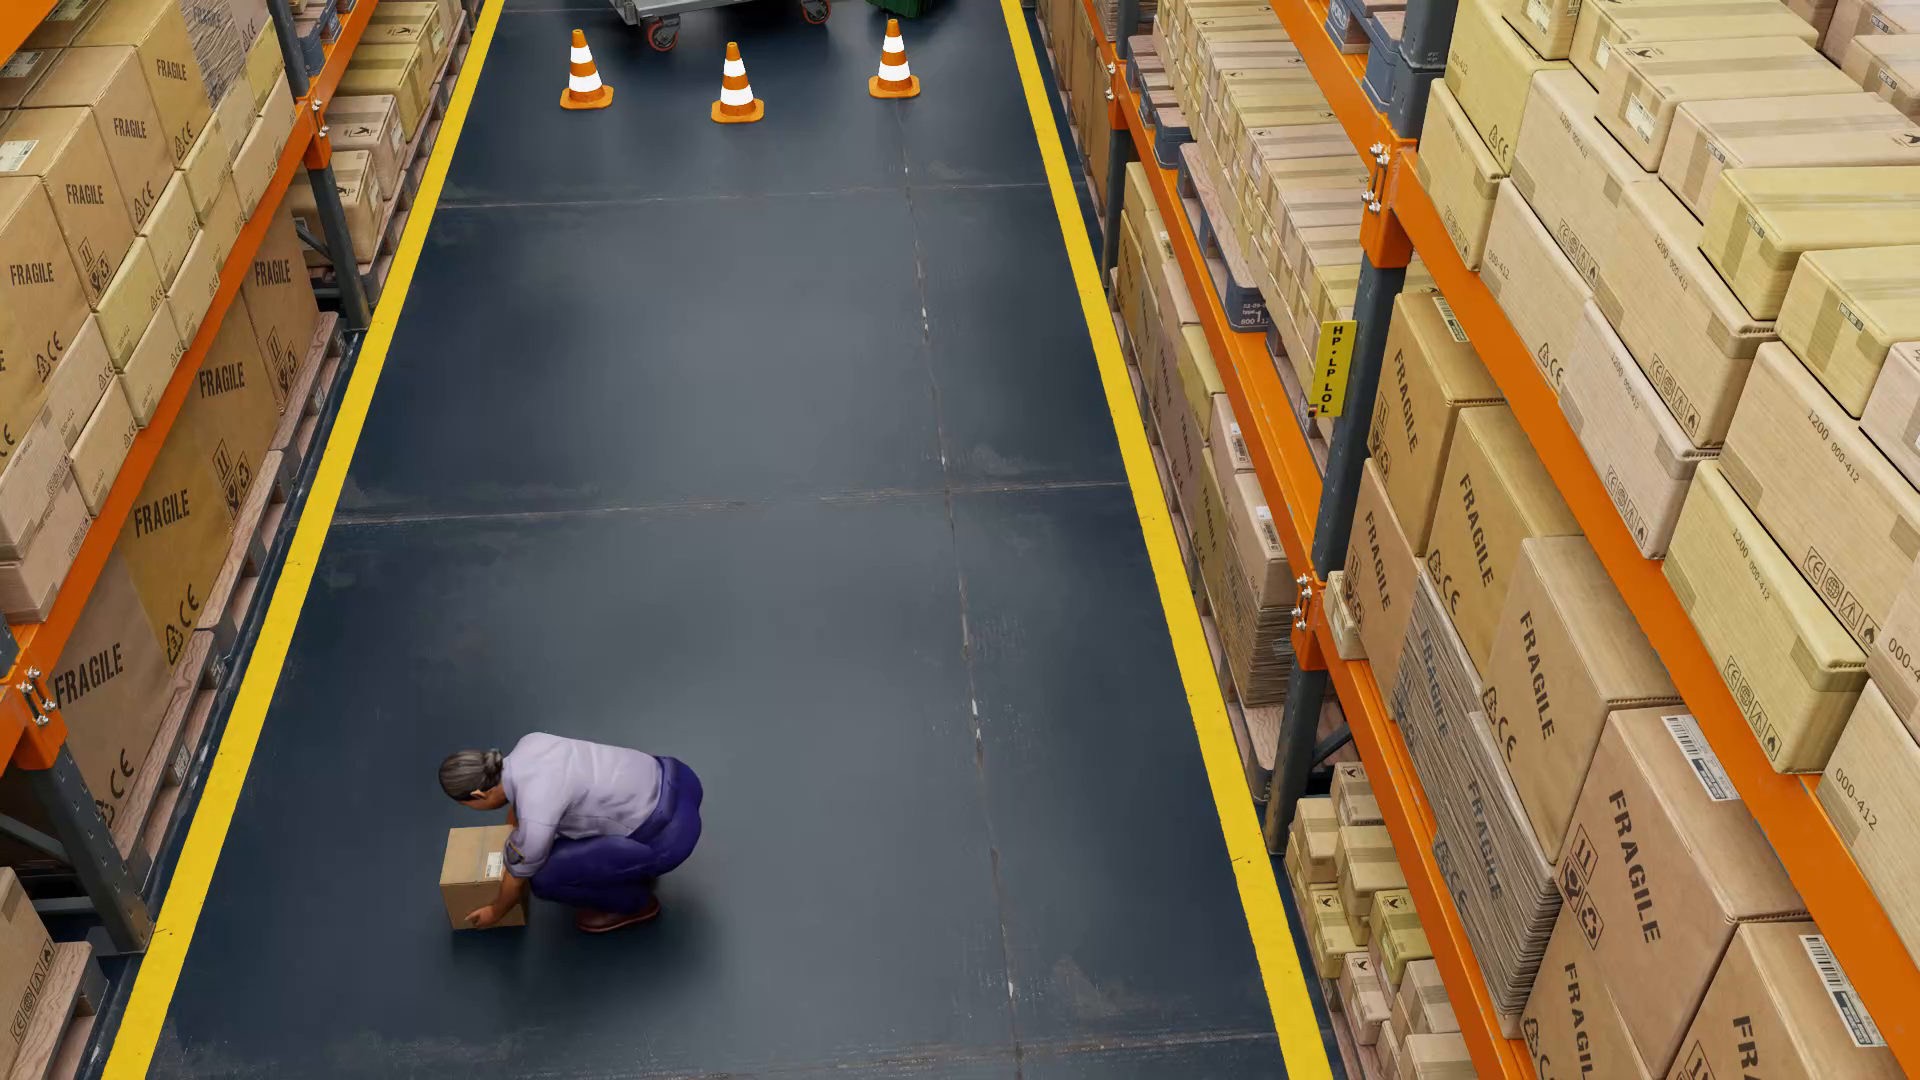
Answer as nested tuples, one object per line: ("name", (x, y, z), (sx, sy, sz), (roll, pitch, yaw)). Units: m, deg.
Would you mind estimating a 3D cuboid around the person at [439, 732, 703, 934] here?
("person", (-1.305, 0.954, 5.682), (0.838, 0.799, 0.509), (-3, 39, -4))
